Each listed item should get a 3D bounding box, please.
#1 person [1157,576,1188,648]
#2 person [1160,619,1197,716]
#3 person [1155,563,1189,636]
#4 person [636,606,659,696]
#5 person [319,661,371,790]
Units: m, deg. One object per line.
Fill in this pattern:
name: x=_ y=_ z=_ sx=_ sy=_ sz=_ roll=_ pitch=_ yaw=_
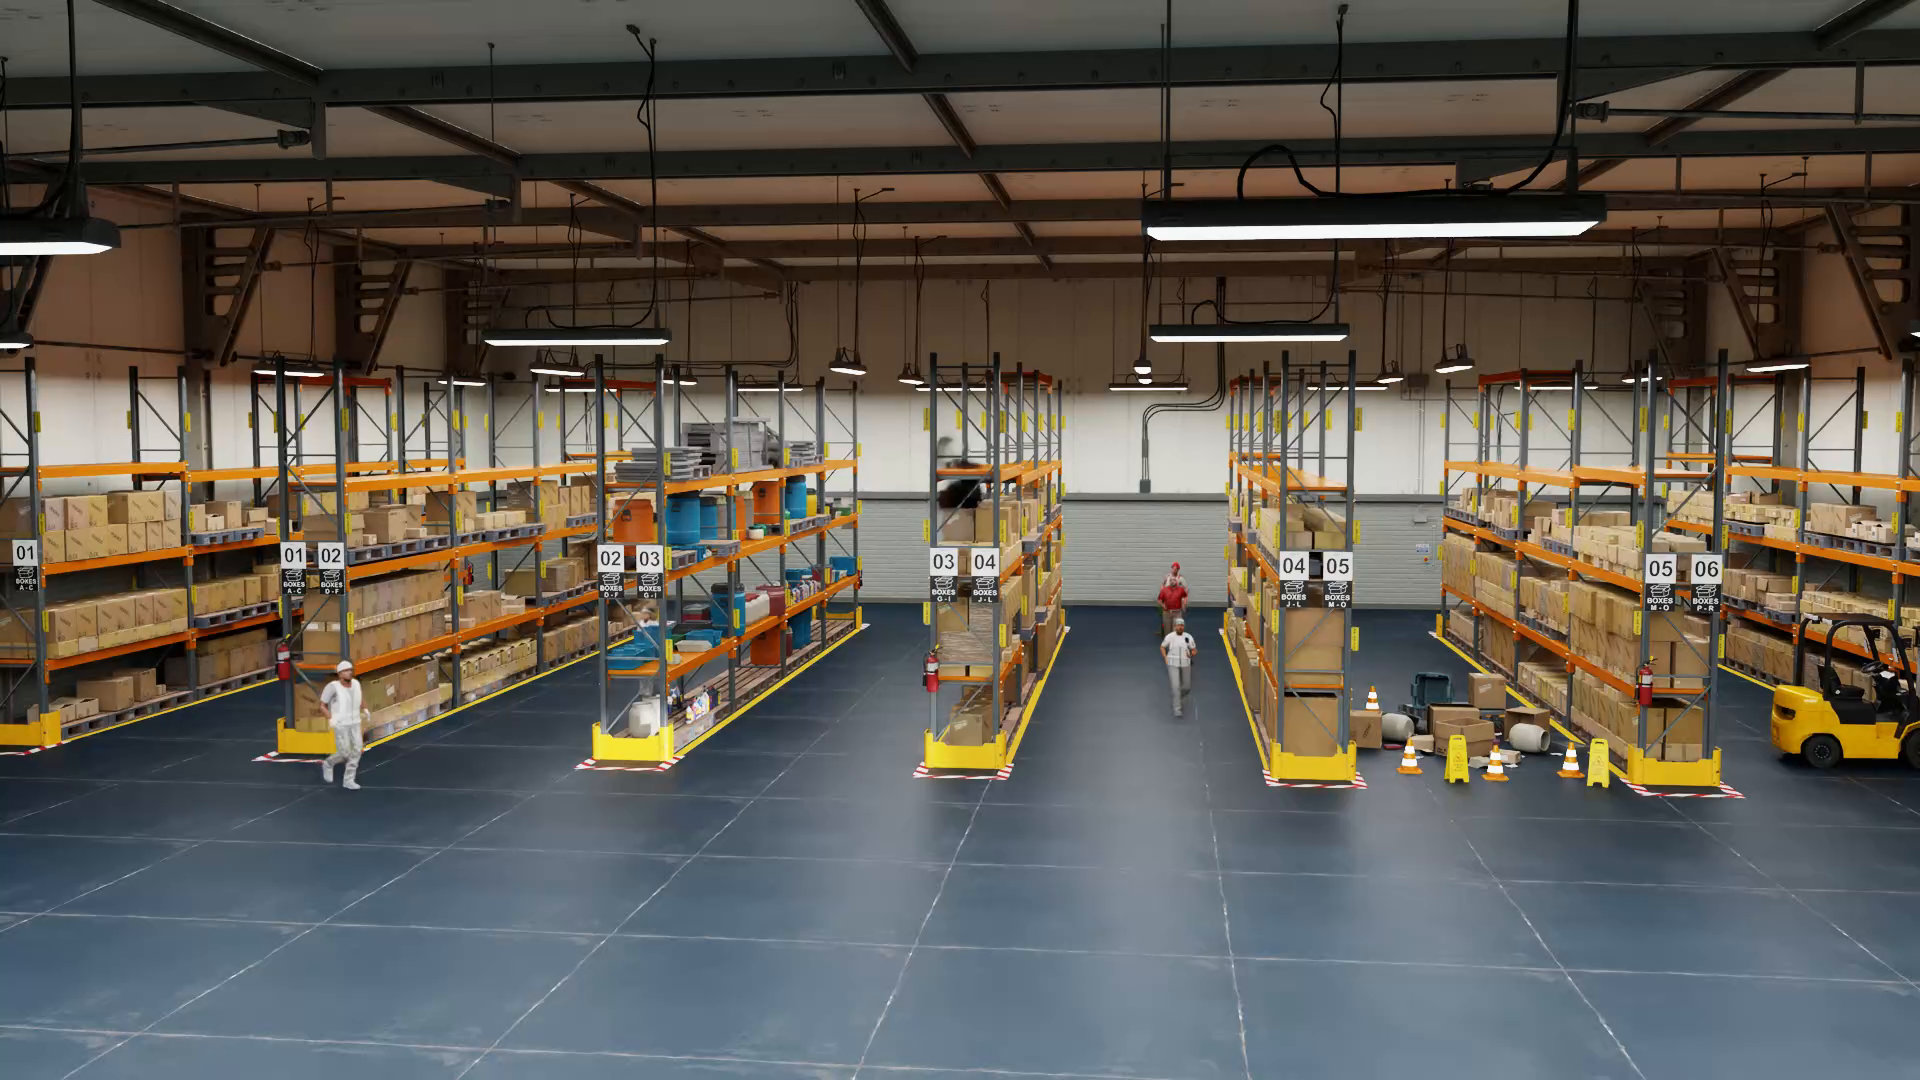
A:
person: x=4.573 y=1.611 z=35.738 sx=0.665 sy=1.700 sz=0.945 roll=0 pitch=4 yaw=4
person: x=3.759 y=2.164 z=28.561 sx=0.620 sy=1.634 sz=0.804 roll=0 pitch=4 yaw=-1
person: x=4.968 y=1.394 z=38.886 sx=0.716 sy=1.736 sz=0.746 roll=3 pitch=5 yaw=37
person: x=-5.695 y=2.020 z=30.273 sx=0.591 sy=1.666 sz=0.608 roll=1 pitch=4 yaw=7
person: x=-8.441 y=2.522 z=22.786 sx=0.604 sy=1.753 sz=0.703 roll=3 pitch=5 yaw=32
